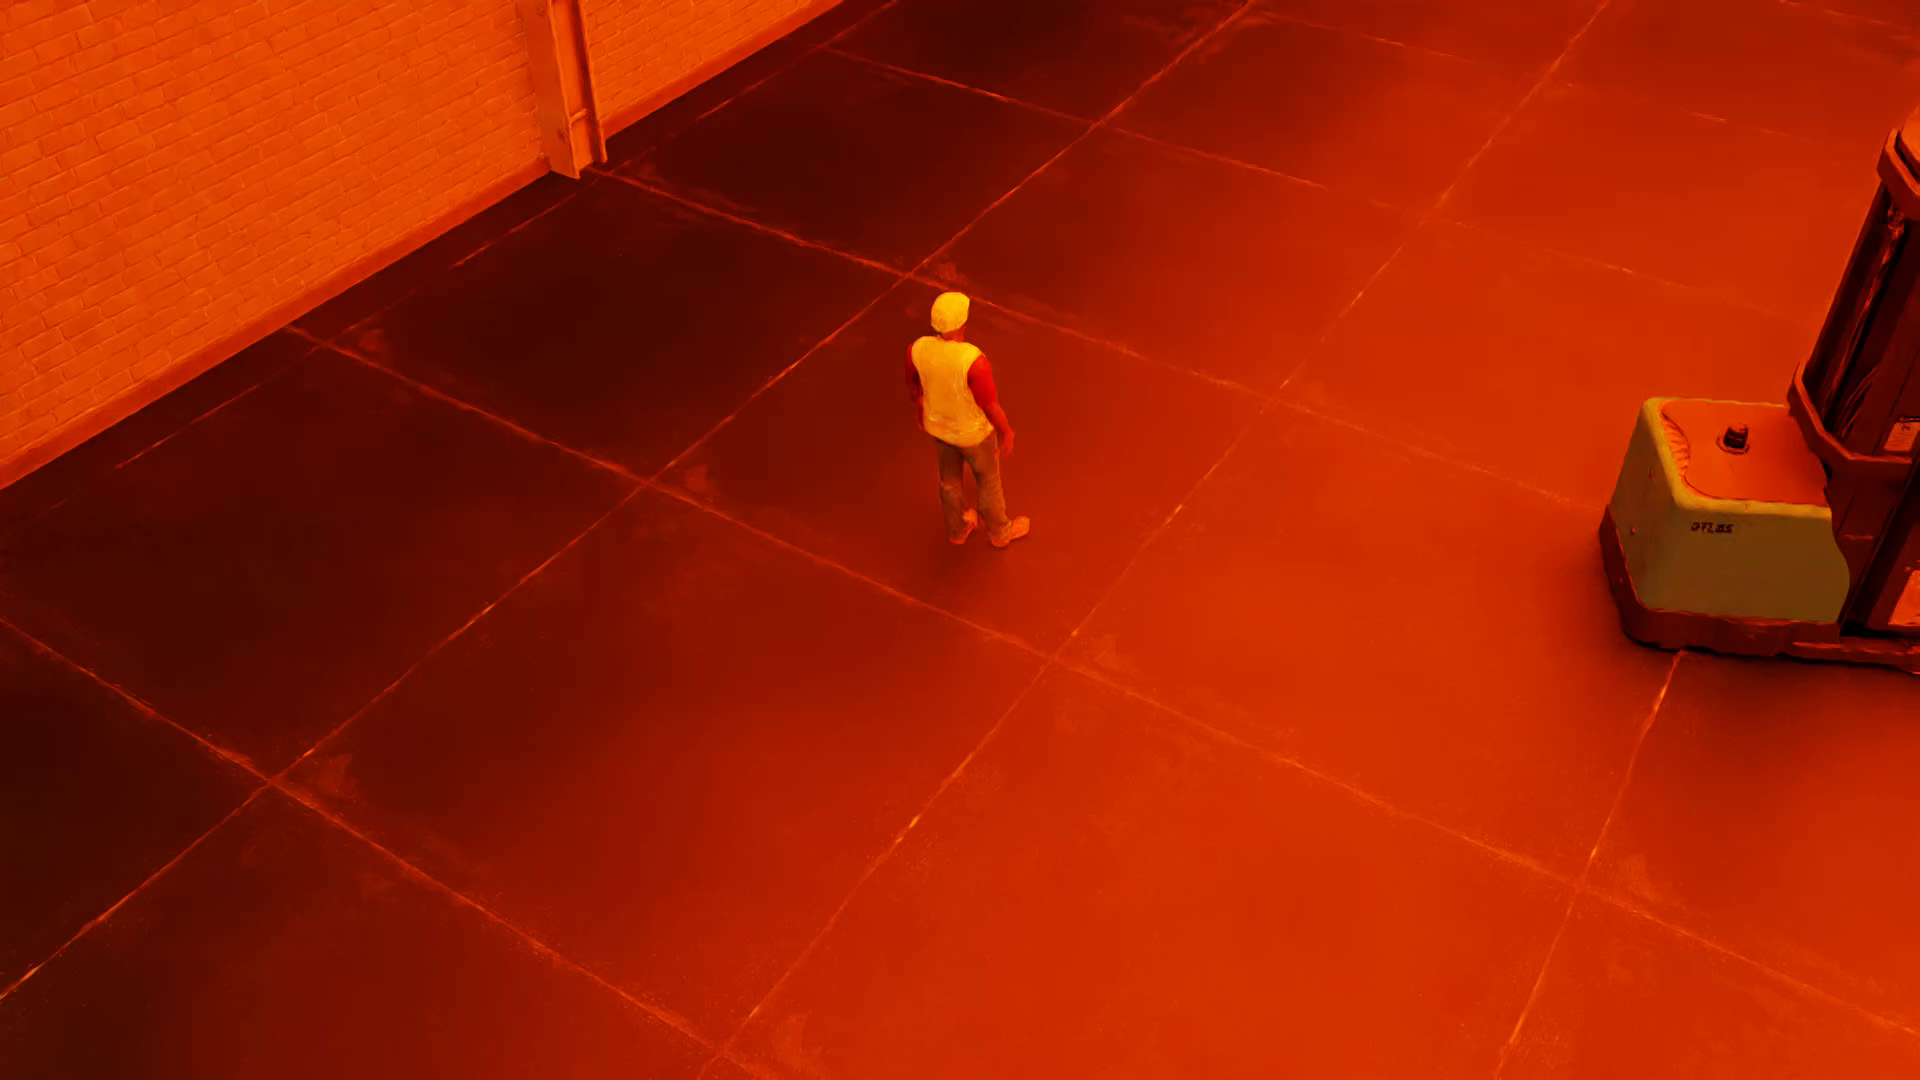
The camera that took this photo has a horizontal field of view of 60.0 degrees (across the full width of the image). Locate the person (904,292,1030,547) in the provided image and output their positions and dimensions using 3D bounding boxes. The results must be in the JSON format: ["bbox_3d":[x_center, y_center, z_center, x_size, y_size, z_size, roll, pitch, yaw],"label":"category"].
[{"bbox_3d":[0.042,-0.715,9.701,0.665,1.766,0.576,22,45,24],"label":"person"}]

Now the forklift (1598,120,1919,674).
[{"bbox_3d":[5.357,-0.716,8.812,3.031,2.935,1.130,4,40,5],"label":"forklift"}]
